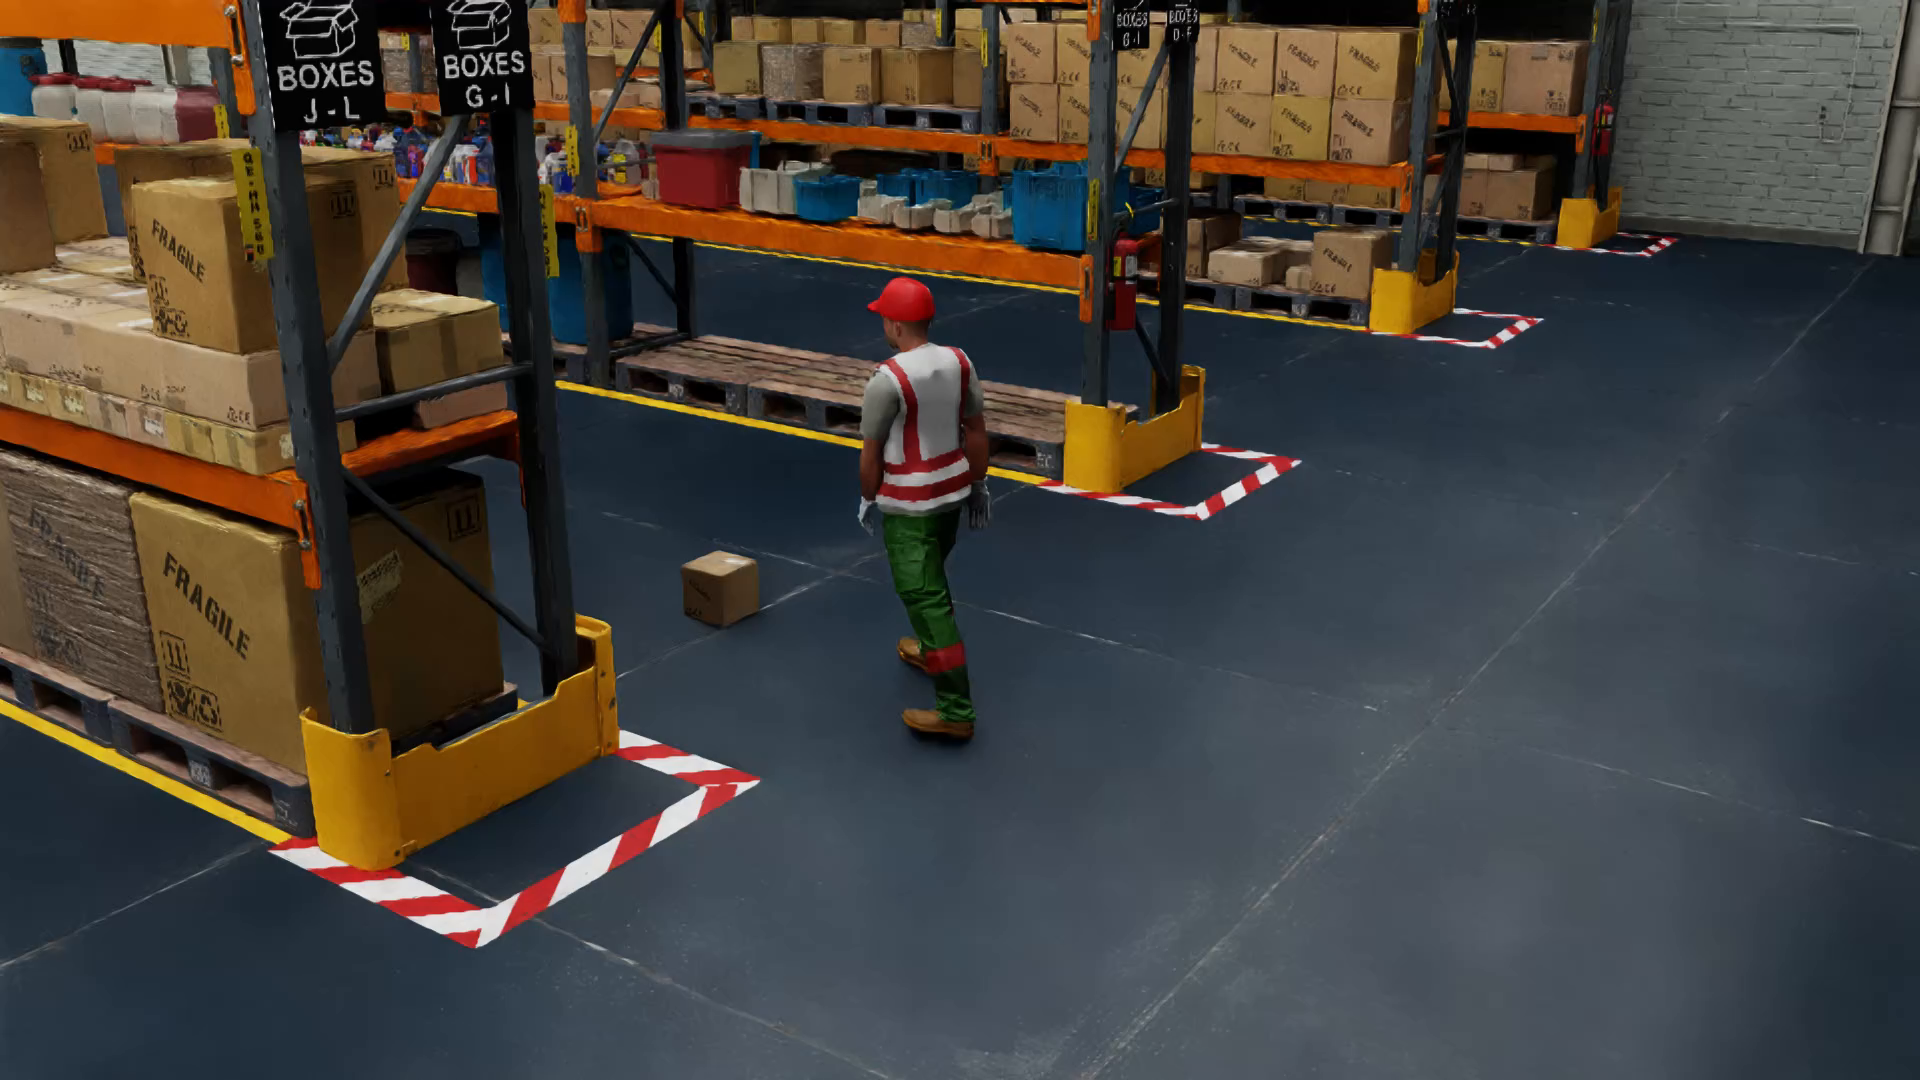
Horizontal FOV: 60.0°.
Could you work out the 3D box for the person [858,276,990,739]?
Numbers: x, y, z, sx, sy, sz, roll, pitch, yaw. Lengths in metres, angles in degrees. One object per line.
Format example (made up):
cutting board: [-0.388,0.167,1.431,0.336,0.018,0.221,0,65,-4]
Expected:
person: [-0.137,-0.164,6.544,0.805,1.754,0.610,18,26,40]
